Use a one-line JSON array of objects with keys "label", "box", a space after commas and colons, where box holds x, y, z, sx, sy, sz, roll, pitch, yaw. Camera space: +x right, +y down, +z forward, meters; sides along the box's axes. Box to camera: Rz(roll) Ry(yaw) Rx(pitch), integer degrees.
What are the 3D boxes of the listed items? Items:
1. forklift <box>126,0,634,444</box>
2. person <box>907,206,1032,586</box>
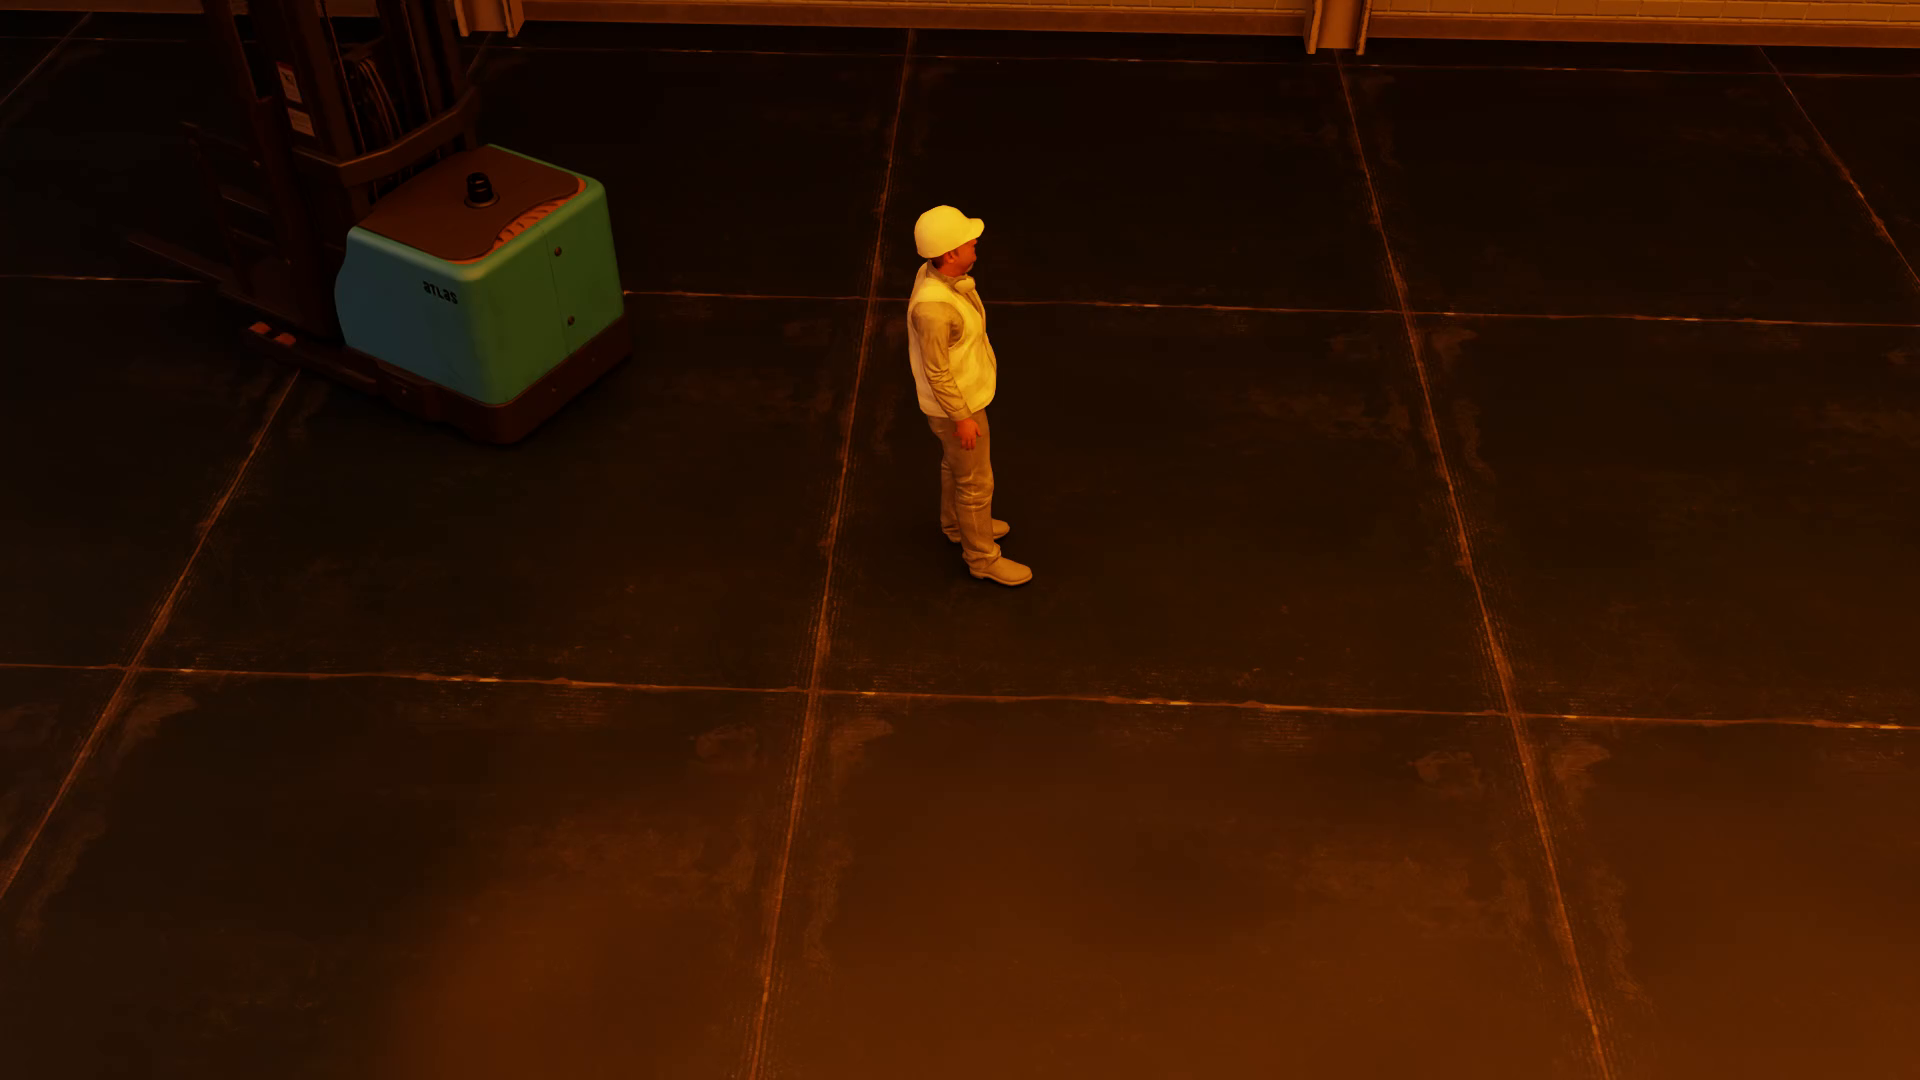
[{"label": "forklift", "box": [-3.284, -2.309, 8.272, 3.031, 2.935, 1.130, 22, 47, 22]}, {"label": "person", "box": [0.063, -0.654, 7.306, 0.566, 1.775, 0.634, 2, 42, 2]}]
